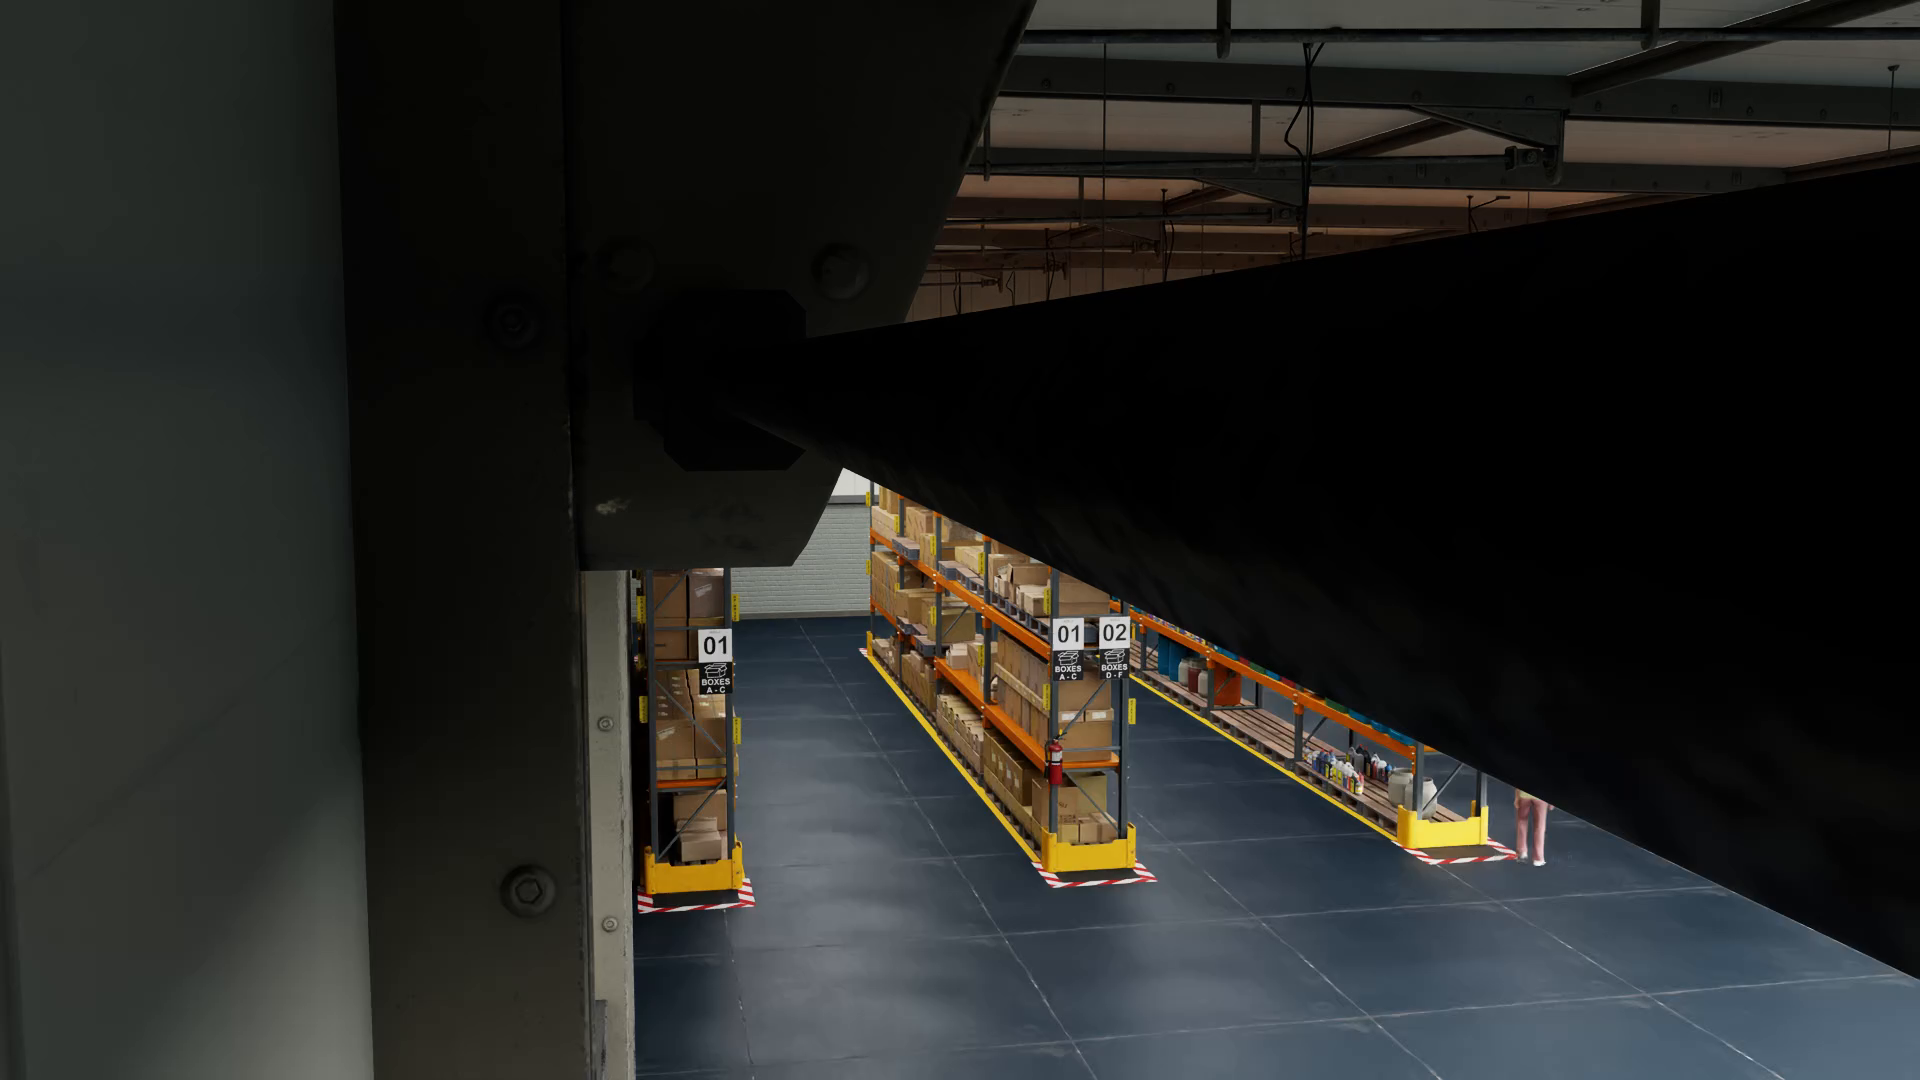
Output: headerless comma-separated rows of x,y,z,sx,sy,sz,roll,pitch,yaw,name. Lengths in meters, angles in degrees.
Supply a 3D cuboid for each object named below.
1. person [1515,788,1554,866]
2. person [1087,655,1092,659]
7.303,3.320,21.101,0.474,1.685,0.399,3,7,28,person
2.105,2.405,29.806,0.527,1.641,0.485,3,7,27,person
